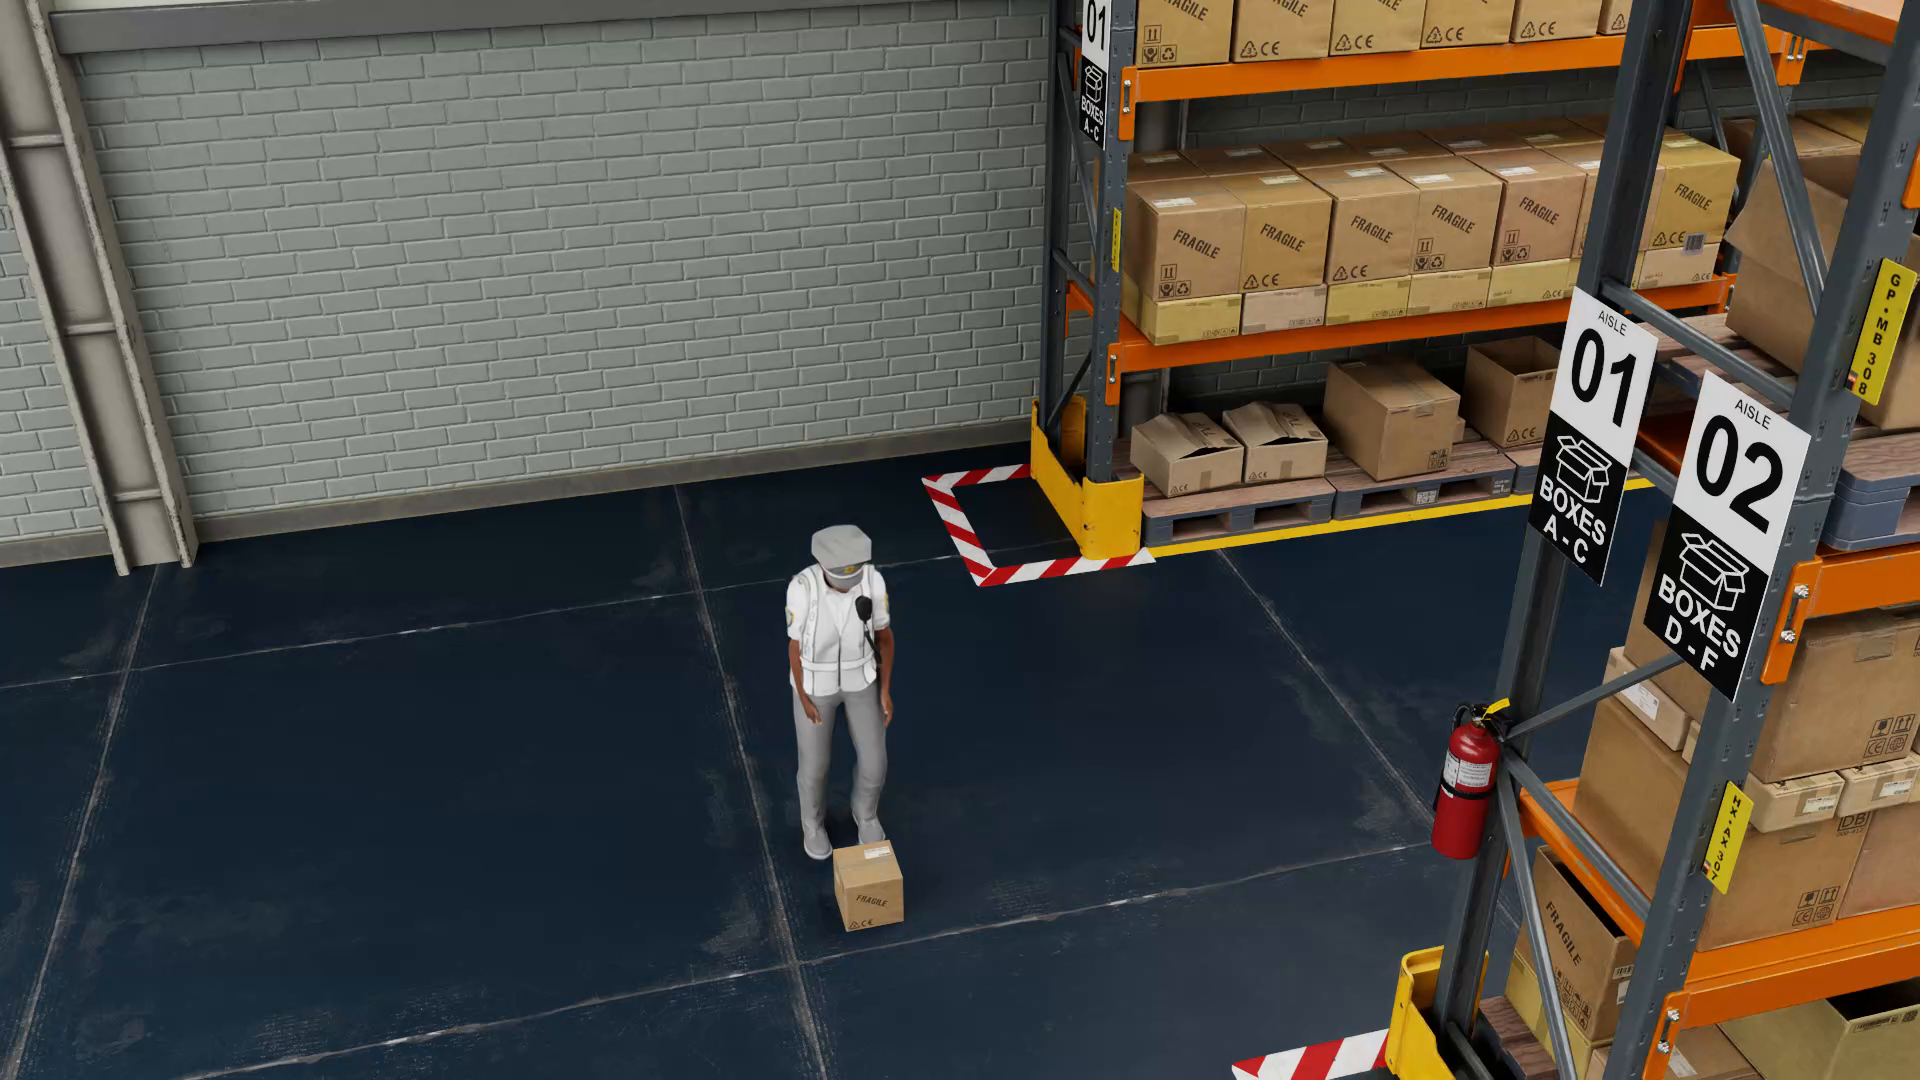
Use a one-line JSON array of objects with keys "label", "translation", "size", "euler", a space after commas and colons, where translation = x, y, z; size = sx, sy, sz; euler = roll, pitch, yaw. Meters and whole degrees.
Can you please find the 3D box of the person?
[{"label": "person", "translation": [-0.501, 0.650, 7.171], "size": [0.453, 1.631, 0.425], "euler": [-7, 31, -12]}]
